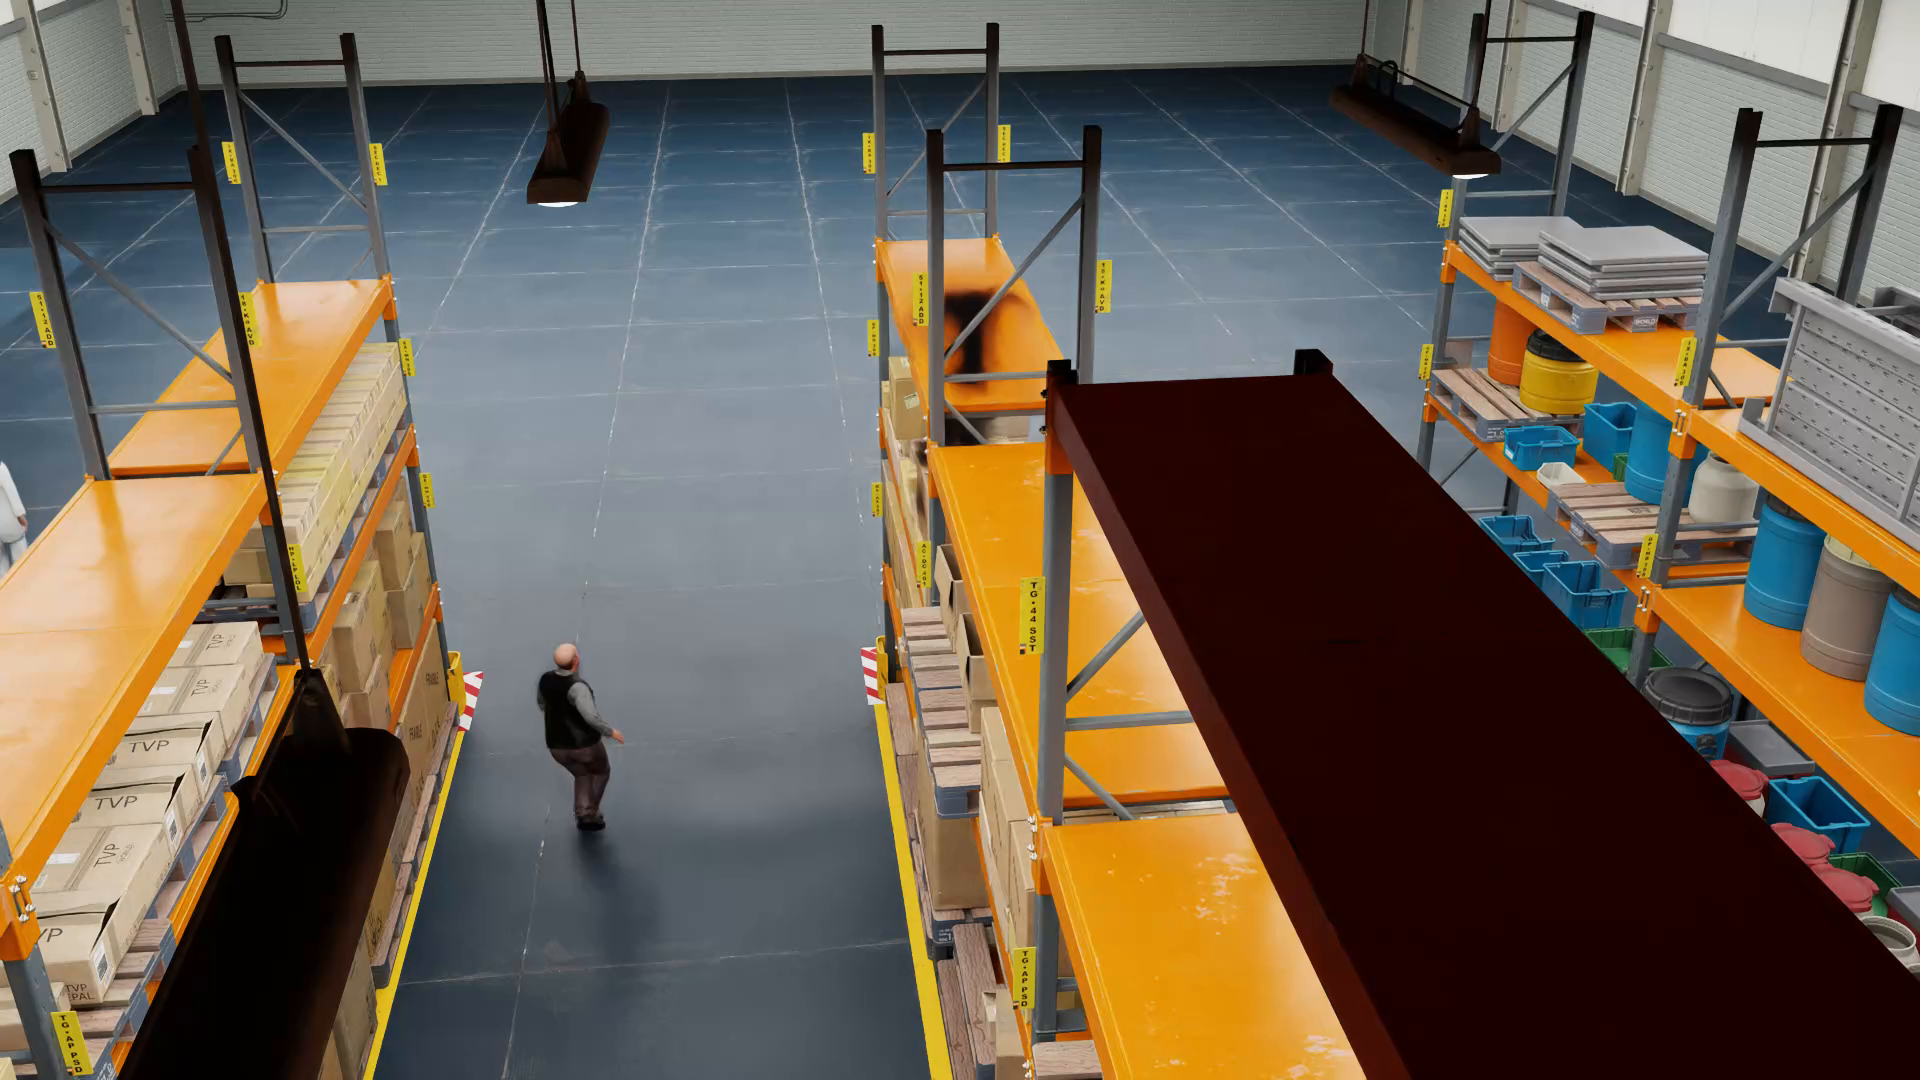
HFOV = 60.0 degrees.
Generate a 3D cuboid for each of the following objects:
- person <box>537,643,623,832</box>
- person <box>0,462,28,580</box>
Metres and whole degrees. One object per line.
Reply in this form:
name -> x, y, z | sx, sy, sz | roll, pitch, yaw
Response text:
person -> -3.053, 1.631, 13.247 | 0.756, 1.652, 0.610 | 6, 26, 13
person -> -9.859, -0.222, 16.950 | 0.683, 1.739, 0.851 | -11, 28, -23
